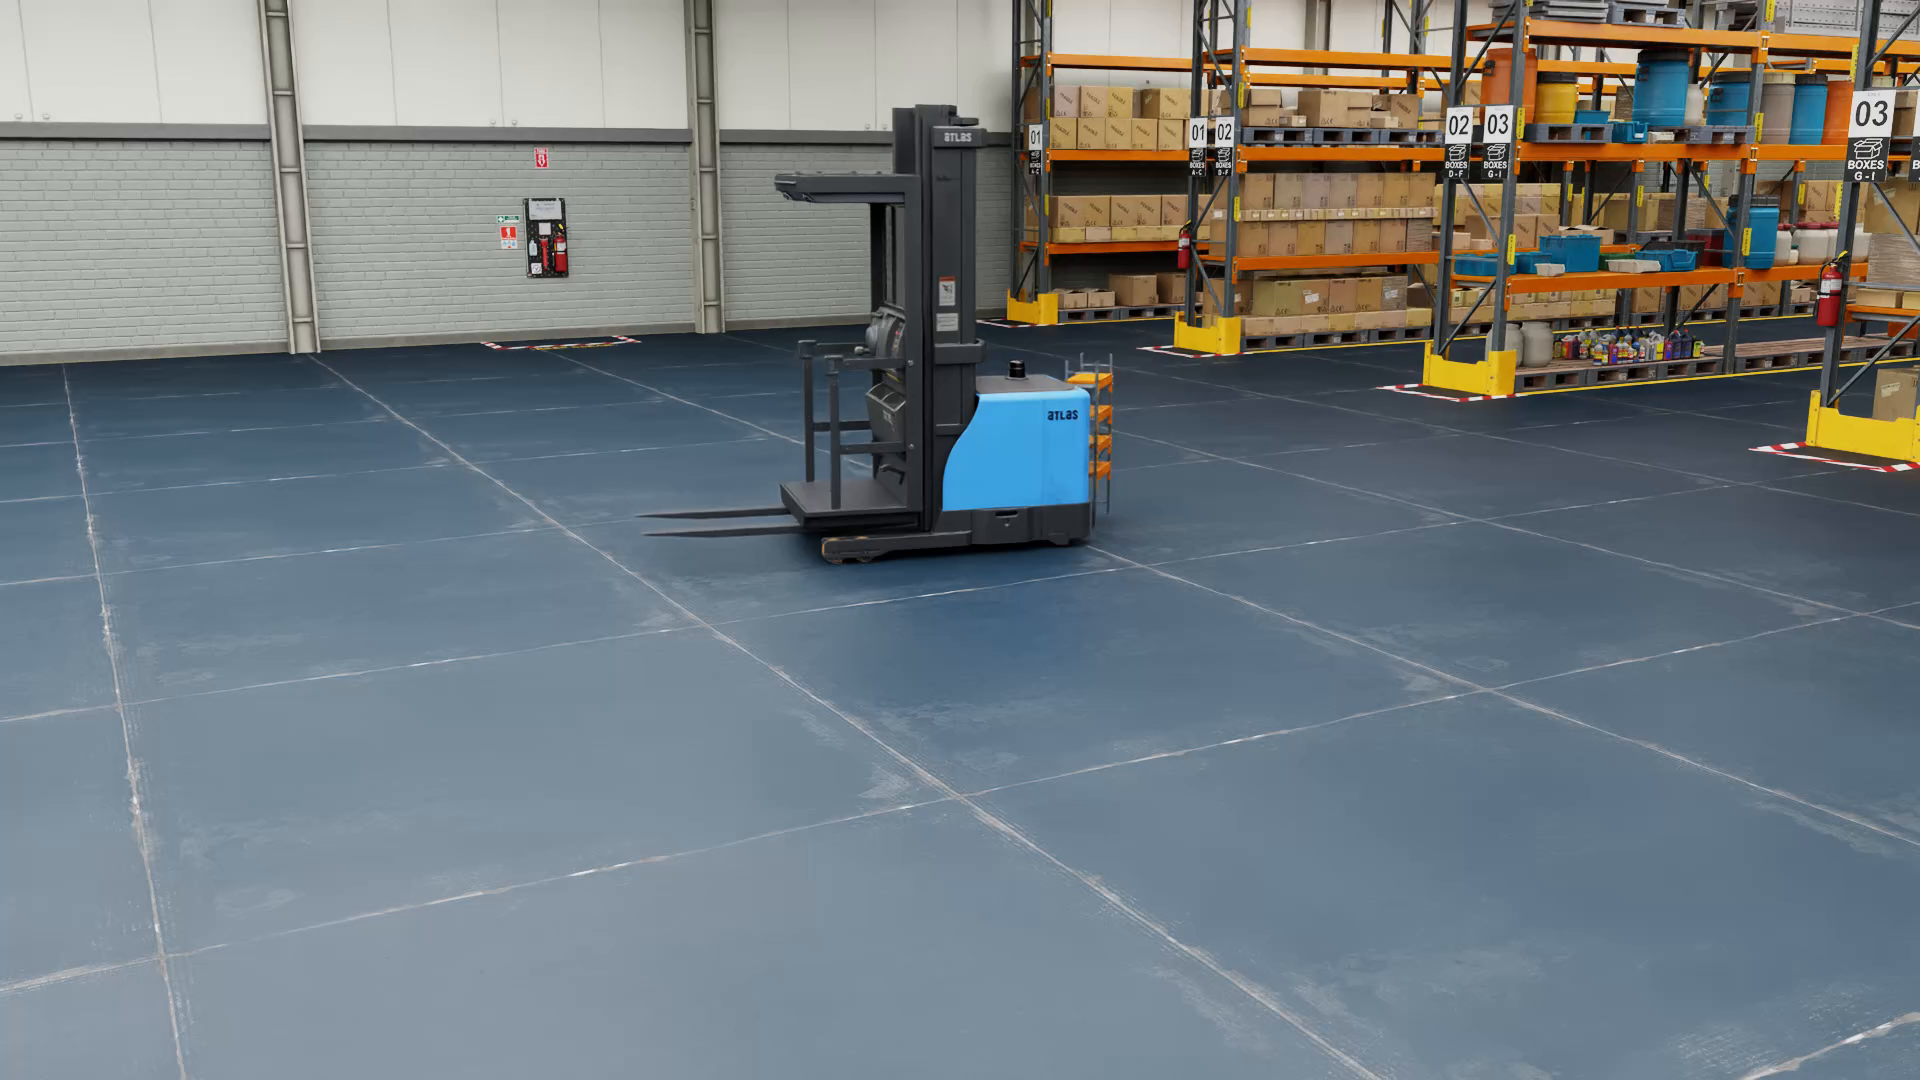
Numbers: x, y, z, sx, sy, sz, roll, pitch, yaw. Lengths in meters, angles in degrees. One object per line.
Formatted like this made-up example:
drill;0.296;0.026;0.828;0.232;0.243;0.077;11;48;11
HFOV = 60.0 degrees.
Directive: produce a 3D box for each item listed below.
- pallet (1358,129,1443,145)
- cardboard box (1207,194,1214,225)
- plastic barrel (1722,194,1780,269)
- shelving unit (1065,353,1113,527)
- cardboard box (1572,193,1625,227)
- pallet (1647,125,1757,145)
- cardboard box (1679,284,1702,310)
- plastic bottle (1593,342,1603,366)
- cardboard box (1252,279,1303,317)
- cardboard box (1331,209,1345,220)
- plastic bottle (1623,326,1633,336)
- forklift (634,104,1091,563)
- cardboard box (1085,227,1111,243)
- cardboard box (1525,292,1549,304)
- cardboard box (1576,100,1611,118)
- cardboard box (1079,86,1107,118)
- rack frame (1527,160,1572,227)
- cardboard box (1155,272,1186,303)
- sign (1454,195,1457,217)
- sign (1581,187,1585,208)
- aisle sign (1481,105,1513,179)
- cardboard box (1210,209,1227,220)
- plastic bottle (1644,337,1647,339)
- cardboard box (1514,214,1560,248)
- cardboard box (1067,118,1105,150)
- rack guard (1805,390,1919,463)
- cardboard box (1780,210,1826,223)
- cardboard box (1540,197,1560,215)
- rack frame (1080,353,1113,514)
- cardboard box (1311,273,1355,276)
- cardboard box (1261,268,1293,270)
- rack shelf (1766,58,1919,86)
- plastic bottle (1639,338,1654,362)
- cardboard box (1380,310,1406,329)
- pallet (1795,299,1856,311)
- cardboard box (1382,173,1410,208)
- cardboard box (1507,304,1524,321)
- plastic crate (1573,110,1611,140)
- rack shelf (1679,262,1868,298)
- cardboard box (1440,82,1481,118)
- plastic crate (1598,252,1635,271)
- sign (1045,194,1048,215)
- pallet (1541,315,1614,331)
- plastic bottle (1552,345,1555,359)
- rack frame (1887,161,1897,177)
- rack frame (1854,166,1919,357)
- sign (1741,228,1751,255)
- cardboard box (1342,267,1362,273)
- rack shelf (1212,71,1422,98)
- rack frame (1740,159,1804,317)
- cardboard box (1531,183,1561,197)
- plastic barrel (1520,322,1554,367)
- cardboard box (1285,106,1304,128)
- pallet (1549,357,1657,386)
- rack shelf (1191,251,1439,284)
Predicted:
pallet;6.293;-5.913;24.420;1.213;0.211;1.003;-7;14;-28
cardboard box;4.386;-5.735;28.846;0.500;0.500;0.500;-7;14;-28
plastic barrel;9.884;-3.859;20.783;0.708;0.901;0.600;-7;14;-28
shelving unit;0.936;-0.738;12.154;0.258;1.200;0.503;4;13;16
cardboard box;12.802;-6.659;33.683;0.700;0.700;0.980;-7;15;-29
pallet;8.813;-4.909;20.187;1.003;0.211;1.213;-7;14;-28
cardboard box;11.977;-4.104;27.704;0.500;0.500;0.500;-7;14;-29
plastic bottle;7.630;-2.226;19.879;0.097;0.271;0.097;0;13;0
cardboard box;4.534;-3.462;23.759;0.500;0.500;0.500;-7;14;-28
cardboard box;5.316;-4.693;23.925;0.250;0.149;0.380;-7;14;-27
plastic bottle;8.493;-2.550;21.137;0.185;0.351;0.144;-6;14;-26
forklift;-0.682;-1.404;11.173;3.031;2.935;1.130;-3;13;-14
cardboard box;2.171;-5.105;27.756;0.500;0.250;0.500;-7;15;-30
cardboard box;8.861;-3.882;26.054;0.500;0.311;0.500;-6;14;-26
cardboard box;12.435;-8.414;32.781;0.500;0.500;0.500;-7;14;-28
cardboard box;2.061;-7.167;27.241;0.500;0.500;0.500;-7;14;-29
rack frame;11.675;-6.383;33.140;0.127;3.000;1.000;-7;14;-28
cardboard box;3.761;-4.420;29.107;0.500;0.500;0.500;-8;15;-32
sign;7.297;-4.941;24.582;0.005;0.325;0.100;-7;14;-28
sign;10.272;-5.638;27.372;0.005;0.325;0.100;-7;14;-28
aisle sign;5.966;-4.416;18.477;0.004;0.787;0.394;-7;14;-28
cardboard box;3.763;-4.609;23.550;0.250;0.149;0.380;-7;15;-29
plastic bottle;8.449;-2.361;20.454;0.133;0.283;0.061;-7;14;-28
cardboard box;9.076;-4.877;26.221;0.500;0.500;0.500;-8;15;-31
cardboard box;2.044;-6.679;27.351;0.500;0.500;0.500;-6;14;-24
rack guard;8.329;-1.045;15.116;0.348;0.500;1.175;-7;14;-28
cardboard box;14.630;-5.479;28.894;0.500;0.500;0.500;-6;14;-26
cardboard box;11.390;-6.490;32.662;0.500;0.500;0.500;-7;15;-29
rack frame;1.006;-0.789;12.381;0.240;1.200;0.015;4;13;16
cardboard box;5.595;-3.723;24.917;0.500;0.500;0.500;-7;14;-28
cardboard box;5.676;-5.030;30.111;0.500;0.250;0.500;-7;15;-29
rack shelf;15.807;-8.213;29.255;4.000;0.370;1.077;-7;14;-28
plastic bottle;8.376;-2.324;20.306;0.135;0.276;0.152;-7;14;-27
cardboard box;6.284;-3.309;24.787;0.500;0.250;0.500;-7;14;-28
pallet;15.727;-4.269;30.100;1.213;0.211;1.003;-7;14;-28
cardboard box;6.200;-5.168;24.557;0.500;0.500;0.700;-7;14;-28
cardboard box;8.405;-3.554;25.875;0.500;0.250;0.500;-7;15;-30
plastic crate;7.418;-4.926;19.868;0.575;0.384;0.392;-7;14;-28
rack shelf;11.155;-3.492;21.931;4.000;0.370;1.077;-7;14;-28
cardboard box;7.590;-6.605;24.973;0.500;0.500;0.500;-7;14;-27
plastic crate;8.073;-3.440;20.547;0.662;0.188;0.450;-7;14;-28
sign;1.402;-5.438;26.971;0.005;0.325;0.100;-7;14;-28
pallet;9.799;-3.568;26.985;1.213;0.211;1.003;-7;14;-28
plastic bottle;7.291;-2.338;20.540;0.097;0.201;0.097;0;13;0
rack frame;17.563;-5.850;30.770;0.127;3.000;1.000;-7;14;-28
rack frame;12.911;-4.053;22.786;0.127;3.000;1.000;-7;14;-28
sign;9.654;-3.660;20.410;0.005;0.325;0.100;-7;14;-28
cardboard box;7.049;-4.840;30.974;0.500;0.500;0.700;-7;14;-28
rack shelf;6.408;-8.133;29.799;4.000;0.370;1.077;-7;14;-28
rack frame;14.052;-5.429;28.900;0.127;3.000;1.000;-7;14;-28
cardboard box;11.387;-6.854;32.574;0.500;0.250;0.500;-6;14;-26
plastic barrel;6.870;-2.339;19.881;0.421;0.512;0.421;0;13;0
cardboard box;4.891;-6.090;23.933;0.500;0.311;0.500;-5;14;-21
pallet;7.718;-2.080;20.370;1.213;0.211;1.003;-7;14;-28
rack shelf;5.274;-4.026;24.304;4.000;0.370;1.077;-7;14;-28
